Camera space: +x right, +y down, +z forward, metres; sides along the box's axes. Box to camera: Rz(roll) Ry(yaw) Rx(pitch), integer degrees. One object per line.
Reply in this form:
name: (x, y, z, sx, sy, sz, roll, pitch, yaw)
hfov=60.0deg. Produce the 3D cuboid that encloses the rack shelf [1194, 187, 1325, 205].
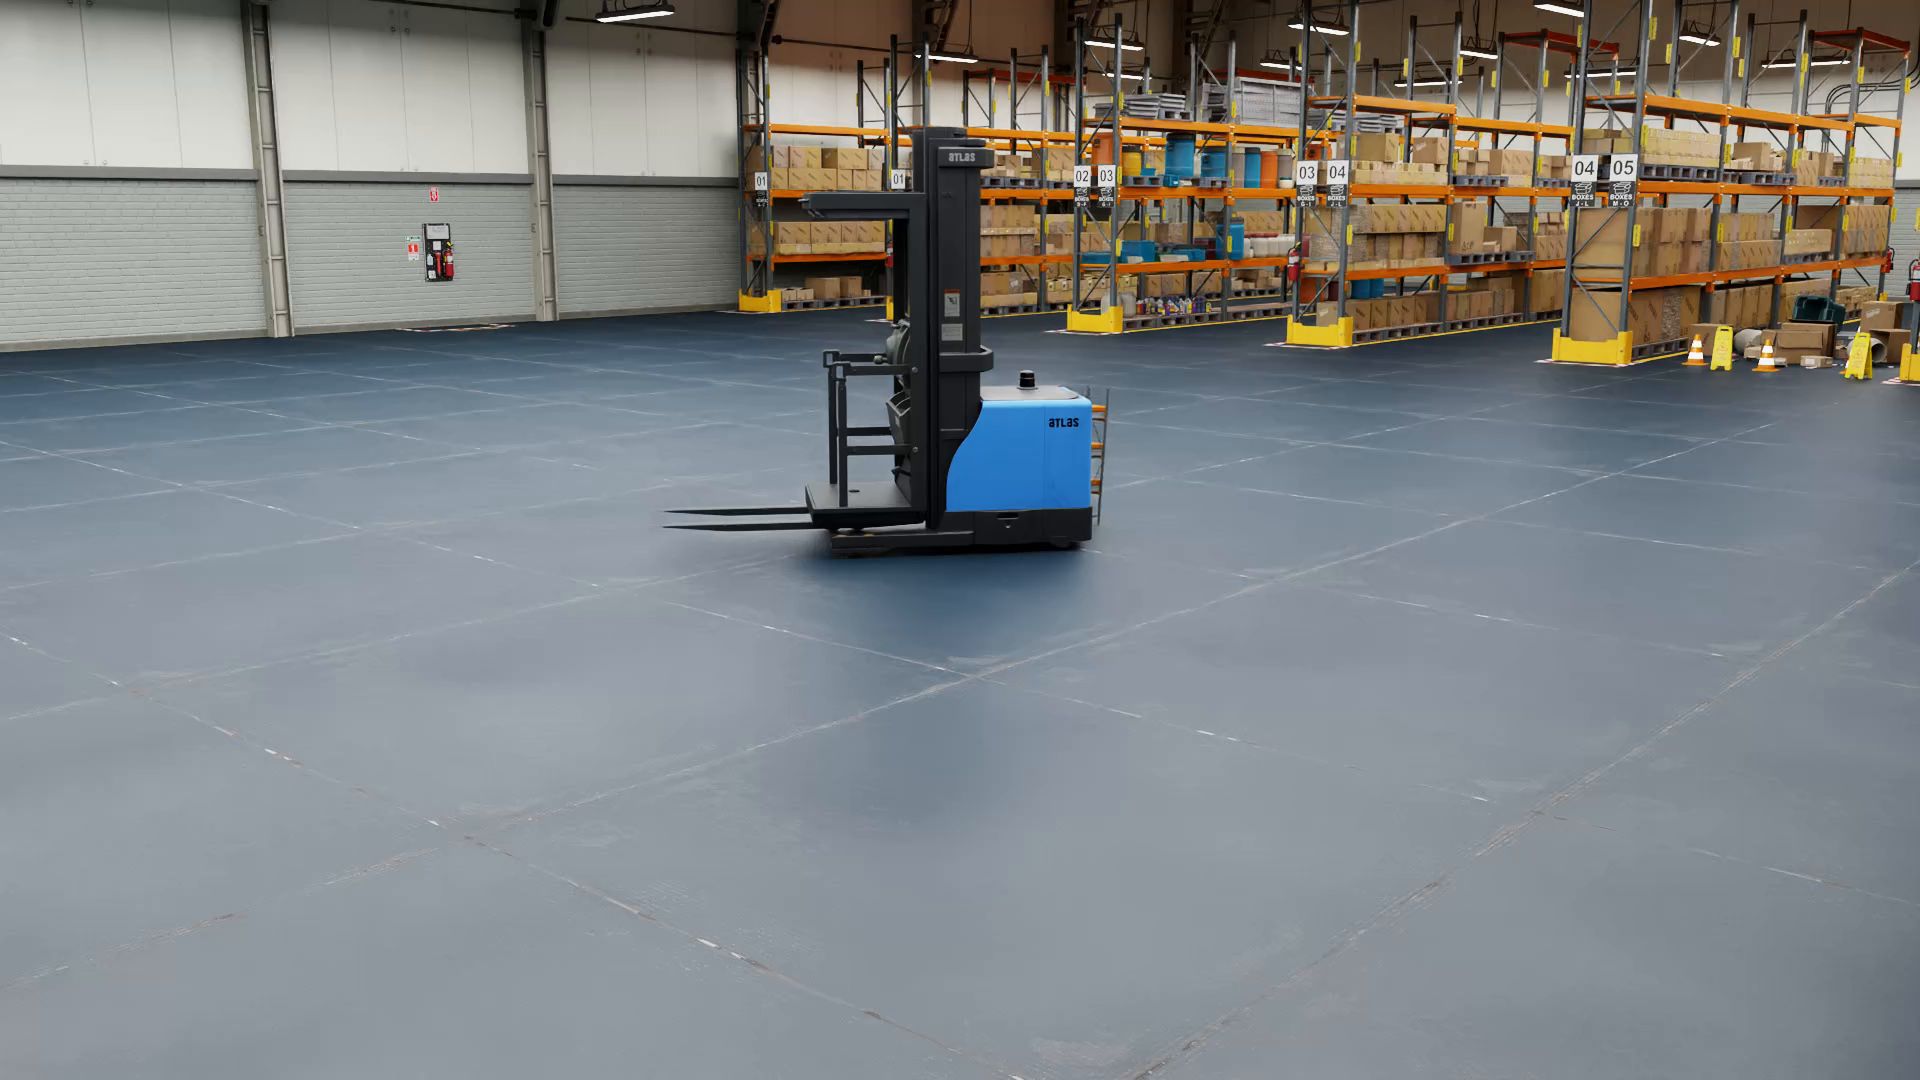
rack shelf: (6.618, -7.609, 36.828, 1.077, 0.370, 4.000, 10, 15, 40)

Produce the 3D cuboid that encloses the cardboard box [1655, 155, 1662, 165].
cardboard box: (10.838, -5.998, 26.238, 0.380, 0.149, 0.250, 10, 15, 41)

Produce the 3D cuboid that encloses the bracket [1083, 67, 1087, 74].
bracket: (3.490, -13.592, 48.096, 0.235, 0.232, 0.430, 10, 15, 40)

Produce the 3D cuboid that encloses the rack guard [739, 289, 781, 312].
rack guard: (-4.734, -5.675, 39.346, 1.175, 0.500, 0.348, 10, 15, 40)

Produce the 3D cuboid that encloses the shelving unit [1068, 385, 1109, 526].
shelving unit: (0.948, -0.646, 12.727, 0.215, 1.050, 0.252, -3, 11, -34)

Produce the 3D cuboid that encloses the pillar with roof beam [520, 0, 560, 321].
pillar with roof beam: (-5.699, -8.607, 32.326, 9.100, 9.000, 0.548, 10, 15, 40)

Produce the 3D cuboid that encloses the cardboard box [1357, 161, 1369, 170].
cardboard box: (6.977, -6.597, 29.289, 0.380, 0.149, 0.250, 10, 15, 42)

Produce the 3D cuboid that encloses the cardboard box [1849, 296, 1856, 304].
cardboard box: (19.265, -5.238, 36.225, 0.380, 0.149, 0.250, 10, 15, 40)

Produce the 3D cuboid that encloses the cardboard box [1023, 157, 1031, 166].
cardboard box: (2.104, -10.562, 46.485, 0.500, 0.250, 0.500, 9, 15, 39)

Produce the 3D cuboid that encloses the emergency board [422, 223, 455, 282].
emergency board: (-10.593, -5.863, 33.905, 0.194, 1.169, 0.643, 10, 15, 40)

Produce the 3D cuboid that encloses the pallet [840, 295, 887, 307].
pallet: (-2.561, -6.007, 41.747, 1.003, 0.211, 1.213, 10, 15, 40)

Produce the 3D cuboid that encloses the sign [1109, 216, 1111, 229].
sign: (3.806, -8.024, 41.973, 0.100, 0.325, 0.005, 10, 15, 40)

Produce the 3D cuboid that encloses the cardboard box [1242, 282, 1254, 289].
cardboard box: (7.864, -7.003, 45.728, 0.380, 0.166, 0.250, 10, 15, 40)

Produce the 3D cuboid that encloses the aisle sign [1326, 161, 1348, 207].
aisle sign: (6.562, -6.195, 28.931, 0.394, 0.787, 0.004, 10, 15, 40)

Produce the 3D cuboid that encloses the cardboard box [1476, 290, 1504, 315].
cardboard box: (10.875, -4.950, 34.597, 0.700, 0.500, 0.500, 8, 14, 36)

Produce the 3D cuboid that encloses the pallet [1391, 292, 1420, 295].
pallet: (11.840, -6.300, 43.214, 1.003, 0.211, 1.213, 10, 15, 40)

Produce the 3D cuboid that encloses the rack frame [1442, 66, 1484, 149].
rack frame: (13.219, -10.904, 43.830, 1.000, 3.000, 0.127, 10, 15, 40)

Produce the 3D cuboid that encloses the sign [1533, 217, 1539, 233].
sign: (12.073, -6.605, 34.869, 0.100, 0.325, 0.005, 10, 15, 40)

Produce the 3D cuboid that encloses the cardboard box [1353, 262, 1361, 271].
cardboard box: (6.925, -4.890, 29.678, 0.380, 0.149, 0.250, 10, 15, 40)

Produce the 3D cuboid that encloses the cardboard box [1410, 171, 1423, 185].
cardboard box: (8.229, -6.702, 30.831, 0.500, 0.250, 0.500, 10, 15, 40)

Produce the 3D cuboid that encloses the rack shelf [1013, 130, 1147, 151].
rack shelf: (2.900, -9.525, 39.783, 1.077, 0.370, 4.000, 10, 15, 40)

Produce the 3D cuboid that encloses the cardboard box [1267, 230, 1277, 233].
cardboard box: (8.404, -8.328, 45.992, 0.500, 0.500, 0.500, 9, 15, 40)

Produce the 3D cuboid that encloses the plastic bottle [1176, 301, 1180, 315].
plastic bottle: (4.514, -4.807, 34.465, 0.097, 0.271, 0.097, 0, 11, 0)

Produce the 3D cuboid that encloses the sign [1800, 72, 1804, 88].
sign: (17.563, -9.589, 34.658, 0.100, 0.325, 0.005, 10, 15, 40)

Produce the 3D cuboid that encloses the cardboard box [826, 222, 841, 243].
cardboard box: (-3.232, -7.449, 40.263, 0.500, 0.500, 0.500, 10, 15, 42)

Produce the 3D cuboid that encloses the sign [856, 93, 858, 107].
sign: (-2.565, -11.026, 41.652, 0.100, 0.325, 0.005, 10, 15, 40)

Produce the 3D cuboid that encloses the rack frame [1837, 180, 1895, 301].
rack frame: (20.599, -6.666, 37.926, 1.000, 3.000, 0.127, 10, 15, 40)

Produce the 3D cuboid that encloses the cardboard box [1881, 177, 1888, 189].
cardboard box: (20.166, -7.886, 36.760, 0.500, 0.250, 0.500, 10, 15, 40)

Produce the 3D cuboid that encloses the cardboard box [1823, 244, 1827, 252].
cardboard box: (17.674, -6.038, 34.351, 0.380, 0.149, 0.250, 10, 15, 41)

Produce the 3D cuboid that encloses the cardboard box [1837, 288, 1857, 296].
cardboard box: (19.392, -5.427, 36.414, 0.380, 0.149, 0.250, 10, 15, 41)

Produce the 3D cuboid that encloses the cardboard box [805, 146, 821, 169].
cardboard box: (-3.649, -9.079, 39.489, 0.500, 0.500, 0.500, 10, 15, 42)

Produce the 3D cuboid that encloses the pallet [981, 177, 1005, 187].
pallet: (0.231, -7.958, 36.963, 1.003, 0.211, 1.213, 10, 15, 40)

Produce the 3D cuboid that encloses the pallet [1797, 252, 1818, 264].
pallet: (16.594, -5.691, 33.537, 1.003, 0.211, 1.213, 10, 15, 40)

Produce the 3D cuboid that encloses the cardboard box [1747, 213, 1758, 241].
cardboard box: (14.344, -5.813, 30.849, 0.700, 0.500, 0.500, 9, 15, 39)

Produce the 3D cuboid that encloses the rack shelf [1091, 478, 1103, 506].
rack shelf: (0.931, -0.361, 12.772, 0.215, 0.259, 0.240, -3, 11, -34)

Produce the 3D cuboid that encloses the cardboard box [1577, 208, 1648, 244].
cardboard box: (10.311, -4.964, 26.268, 0.875, 0.550, 0.550, 10, 15, 40)

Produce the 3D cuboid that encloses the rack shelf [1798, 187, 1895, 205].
rack shelf: (19.279, -7.490, 36.230, 1.077, 0.370, 4.000, 10, 15, 40)

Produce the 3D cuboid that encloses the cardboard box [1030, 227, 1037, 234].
cardboard box: (1.561, -7.137, 38.375, 0.380, 0.149, 0.250, 10, 15, 40)

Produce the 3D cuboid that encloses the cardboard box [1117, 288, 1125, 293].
cardboard box: (3.718, -6.099, 41.035, 0.500, 0.250, 0.500, 10, 15, 40)

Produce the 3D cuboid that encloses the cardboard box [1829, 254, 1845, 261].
cardboard box: (18.391, -5.953, 35.001, 0.380, 0.149, 0.250, 11, 15, 42)

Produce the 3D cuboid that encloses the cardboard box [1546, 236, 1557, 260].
cardboard box: (12.523, -6.306, 35.872, 0.500, 0.500, 0.500, 9, 15, 39)

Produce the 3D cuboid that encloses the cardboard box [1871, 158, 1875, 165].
cardboard box: (19.568, -8.193, 36.005, 0.380, 0.149, 0.250, 9, 15, 39)

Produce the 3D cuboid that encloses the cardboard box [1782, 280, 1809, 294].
cardboard box: (16.626, -5.053, 33.245, 0.500, 0.250, 0.500, 10, 15, 41)

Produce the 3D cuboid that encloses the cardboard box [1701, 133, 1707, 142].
cardboard box: (12.177, -6.688, 27.658, 0.380, 0.149, 0.250, 10, 15, 41)

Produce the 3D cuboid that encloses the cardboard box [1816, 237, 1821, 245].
cardboard box: (17.328, -6.106, 33.933, 0.380, 0.149, 0.250, 9, 14, 39)

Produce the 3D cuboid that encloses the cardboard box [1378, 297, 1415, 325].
cardboard box: (8.352, -4.398, 31.880, 0.500, 0.500, 0.500, -7, 13, -30)

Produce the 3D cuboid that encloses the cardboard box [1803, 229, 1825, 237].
cardboard box: (17.491, -6.290, 34.096, 0.380, 0.149, 0.250, 9, 15, 39)

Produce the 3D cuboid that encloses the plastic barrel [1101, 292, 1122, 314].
plastic barrel: (3.035, -4.701, 33.369, 0.421, 0.512, 0.421, 0, 11, 0)

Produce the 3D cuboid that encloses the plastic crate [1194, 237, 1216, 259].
plastic crate: (5.388, -6.339, 36.127, 0.402, 0.464, 0.583, 10, 15, 40)

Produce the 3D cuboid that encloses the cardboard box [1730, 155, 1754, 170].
cardboard box: (14.072, -6.808, 29.997, 0.396, 0.266, 0.258, 10, 15, 40)

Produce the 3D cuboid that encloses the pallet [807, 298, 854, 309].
pallet: (-3.366, -5.827, 40.844, 1.003, 0.211, 1.213, 10, 15, 40)

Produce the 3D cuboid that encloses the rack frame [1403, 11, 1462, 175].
rack frame: (9.018, -8.498, 31.784, 1.000, 3.000, 0.127, 10, 15, 40)

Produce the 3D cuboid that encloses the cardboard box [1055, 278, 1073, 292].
cardboard box: (2.374, -6.072, 39.469, 0.500, 0.311, 0.500, 10, 15, 40)

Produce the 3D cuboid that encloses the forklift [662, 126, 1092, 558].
forklift: (-0.617, -1.420, 11.835, 3.031, 2.935, 1.130, -2, 11, -8)
